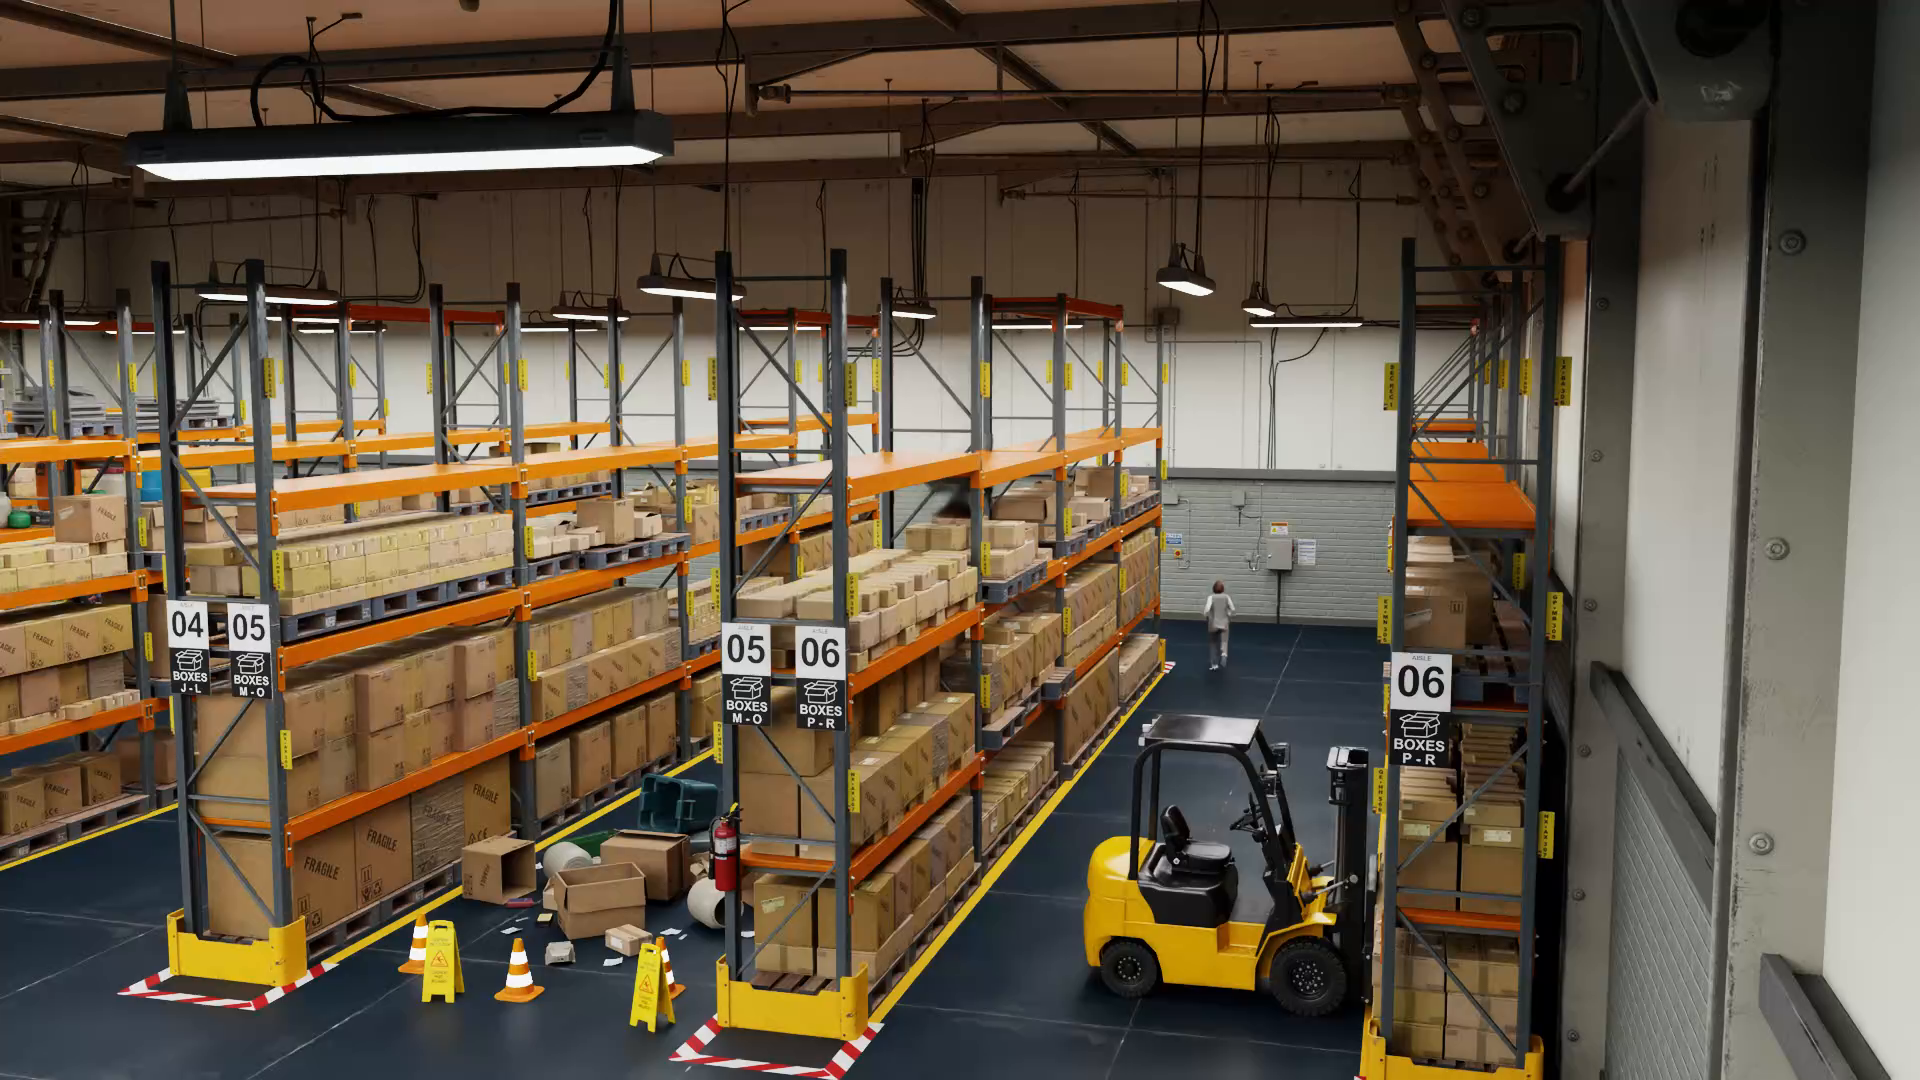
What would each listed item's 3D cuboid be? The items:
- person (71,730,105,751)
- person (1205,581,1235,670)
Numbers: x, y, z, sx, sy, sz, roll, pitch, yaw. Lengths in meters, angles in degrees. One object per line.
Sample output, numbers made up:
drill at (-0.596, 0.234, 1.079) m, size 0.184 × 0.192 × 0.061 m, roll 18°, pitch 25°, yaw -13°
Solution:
person at (-11.227, 2.051, 21.198) m, size 0.698 × 1.735 × 0.633 m, roll 1°, pitch 6°, yaw 6°
person at (4.327, 1.477, 27.755) m, size 0.517 × 1.567 × 0.984 m, roll 0°, pitch 6°, yaw 4°
